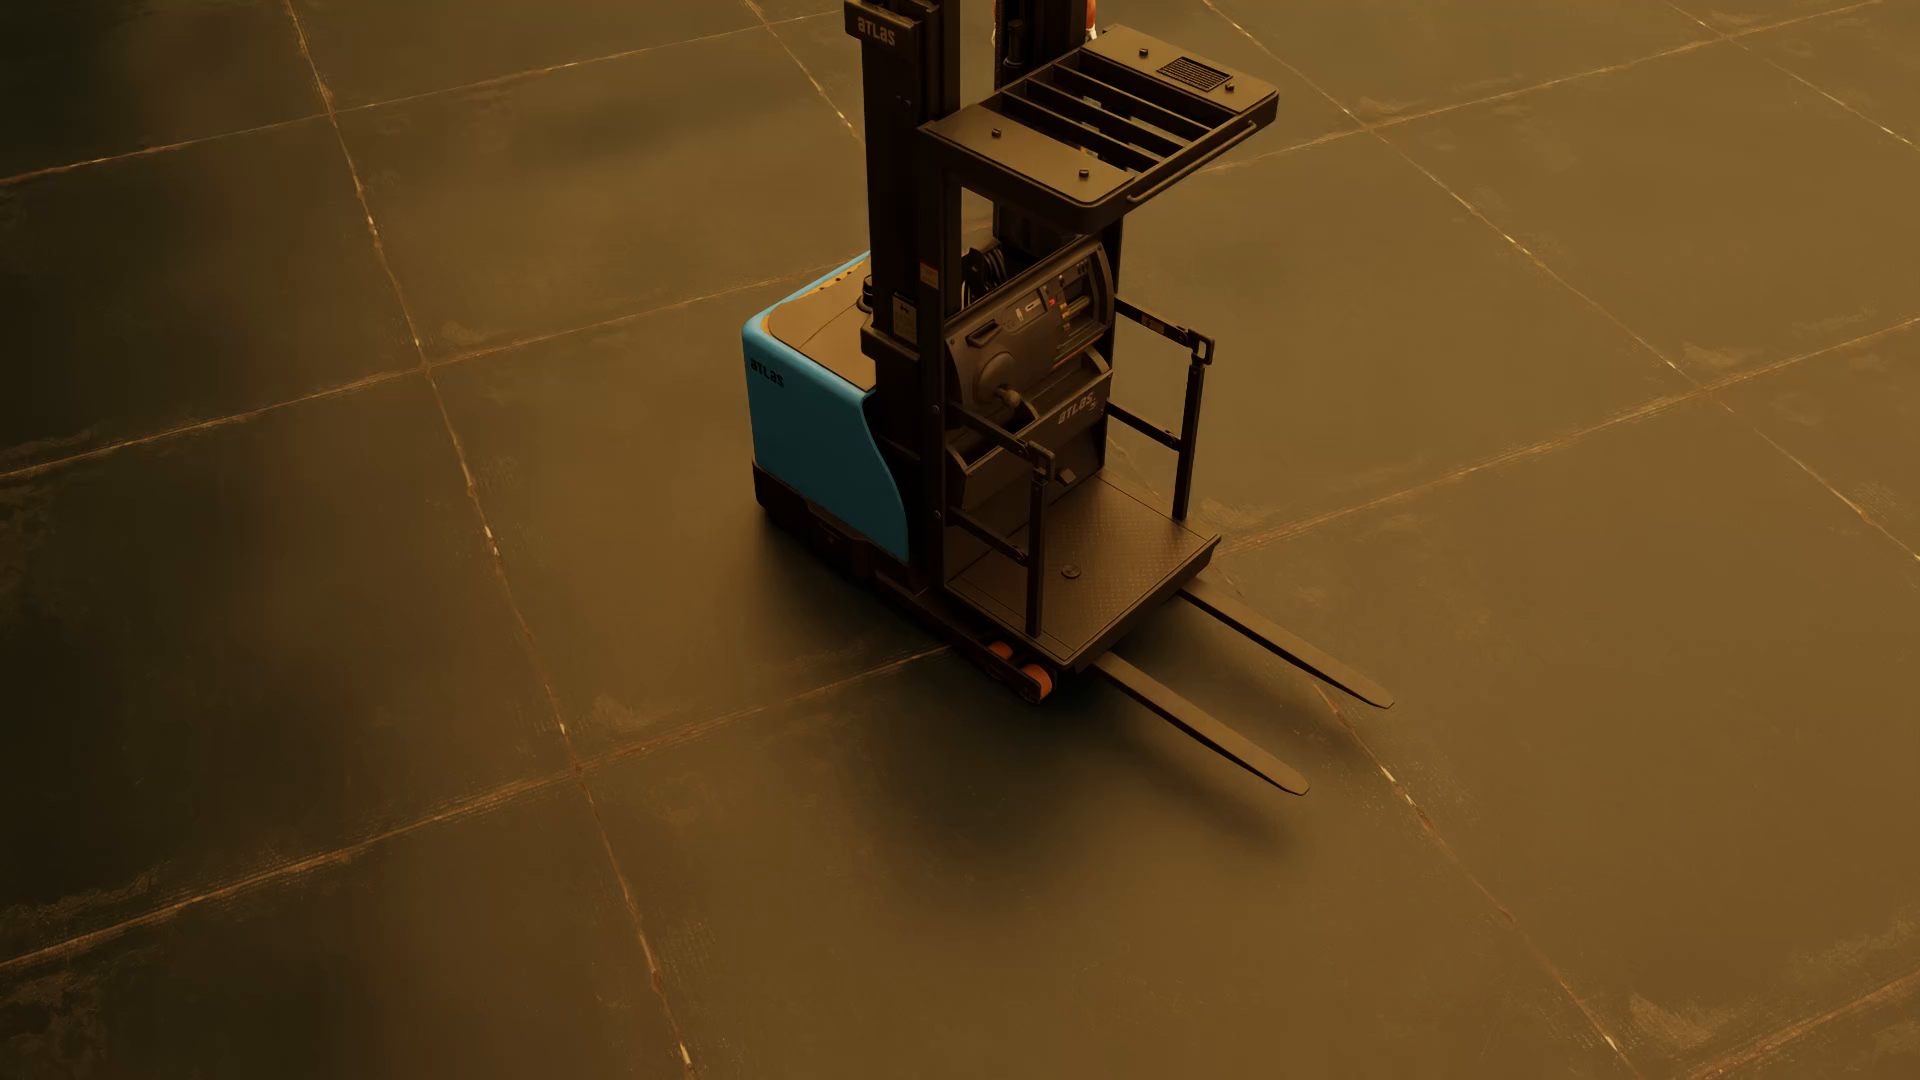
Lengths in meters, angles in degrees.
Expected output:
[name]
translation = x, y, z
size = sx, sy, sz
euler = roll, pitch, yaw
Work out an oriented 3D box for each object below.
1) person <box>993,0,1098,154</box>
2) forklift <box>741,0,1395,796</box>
[person]
translation = 0.499, -2.969, 9.708
size = 0.623, 1.780, 0.450
euler = 6, 43, 6
[forklift]
translation = 0.445, -0.788, 6.525
size = 3.031, 2.935, 1.130
euler = 32, 52, 30
